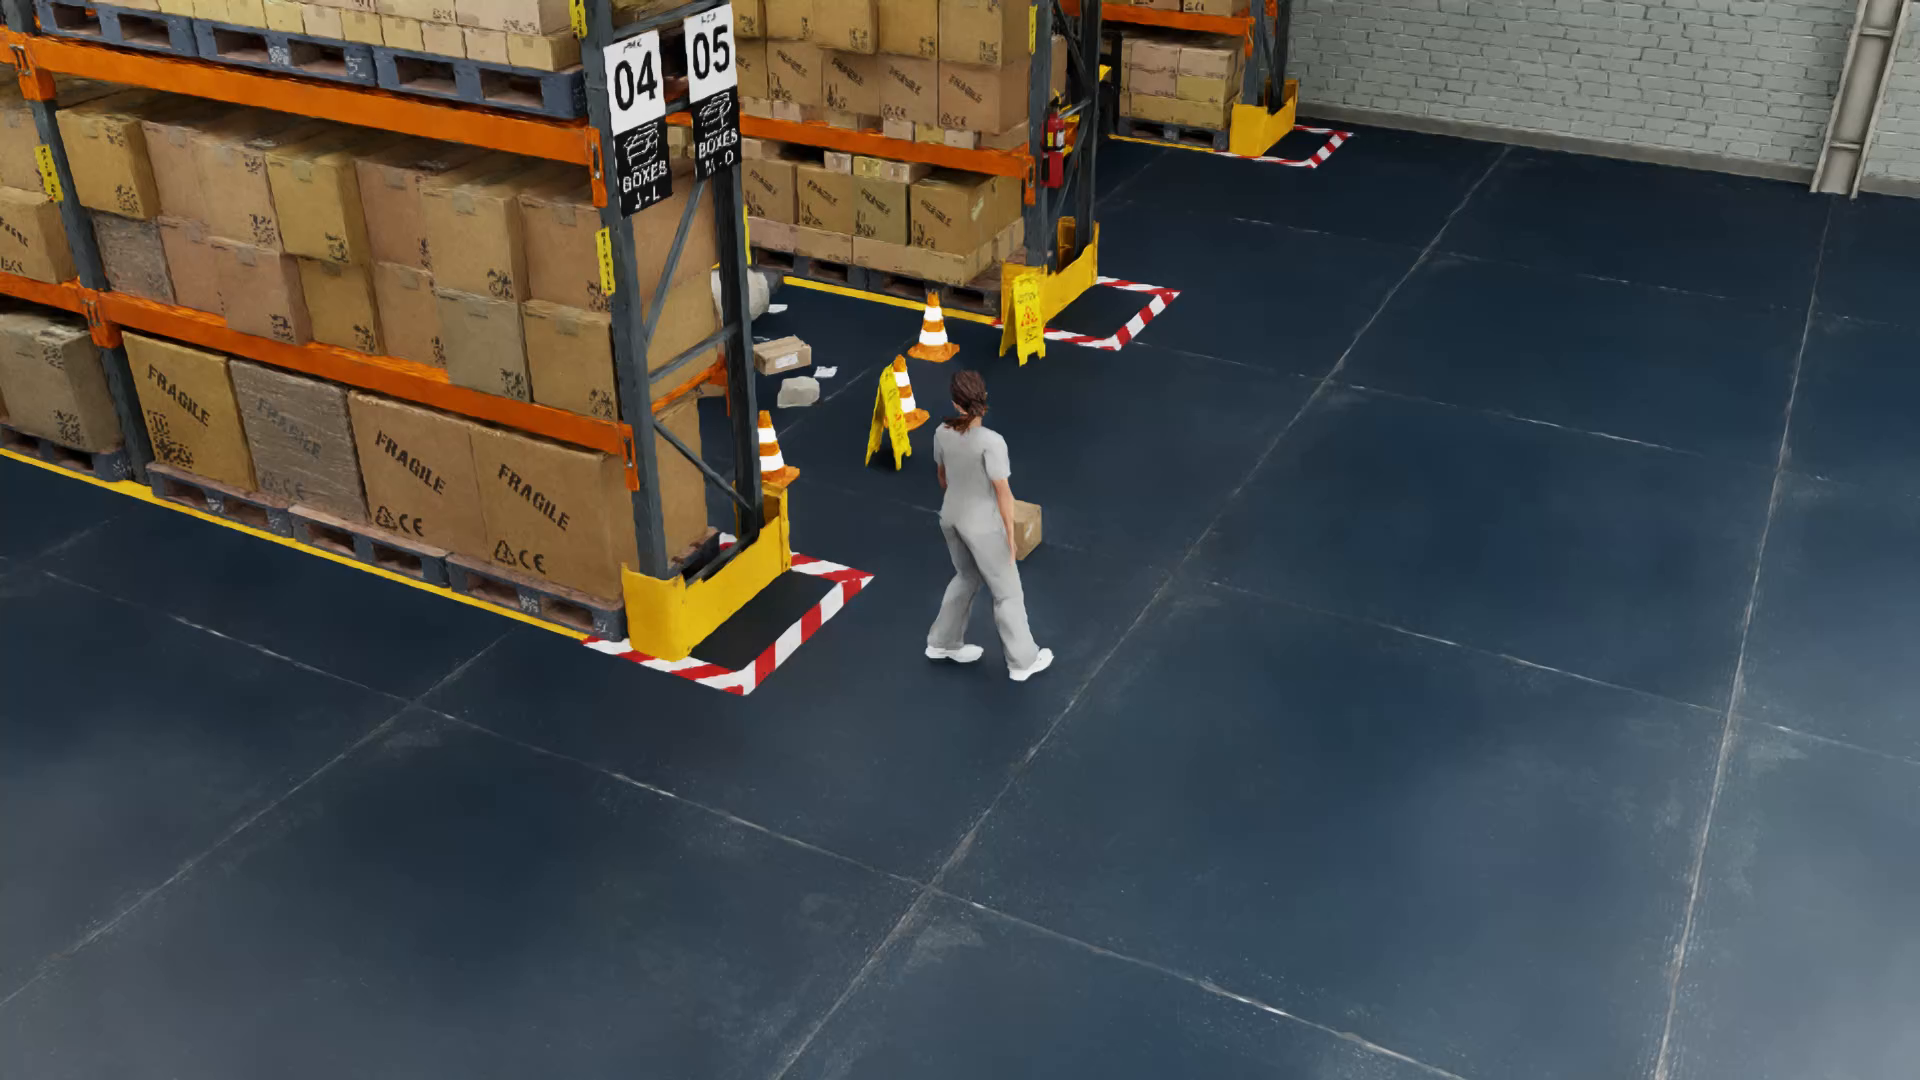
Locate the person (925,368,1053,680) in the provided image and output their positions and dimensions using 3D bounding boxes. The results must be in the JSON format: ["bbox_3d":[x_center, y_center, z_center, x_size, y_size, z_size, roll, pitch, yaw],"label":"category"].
[{"bbox_3d":[0.150,-0.073,8.436,0.519,1.656,0.595,-23,37,-34],"label":"person"}]
